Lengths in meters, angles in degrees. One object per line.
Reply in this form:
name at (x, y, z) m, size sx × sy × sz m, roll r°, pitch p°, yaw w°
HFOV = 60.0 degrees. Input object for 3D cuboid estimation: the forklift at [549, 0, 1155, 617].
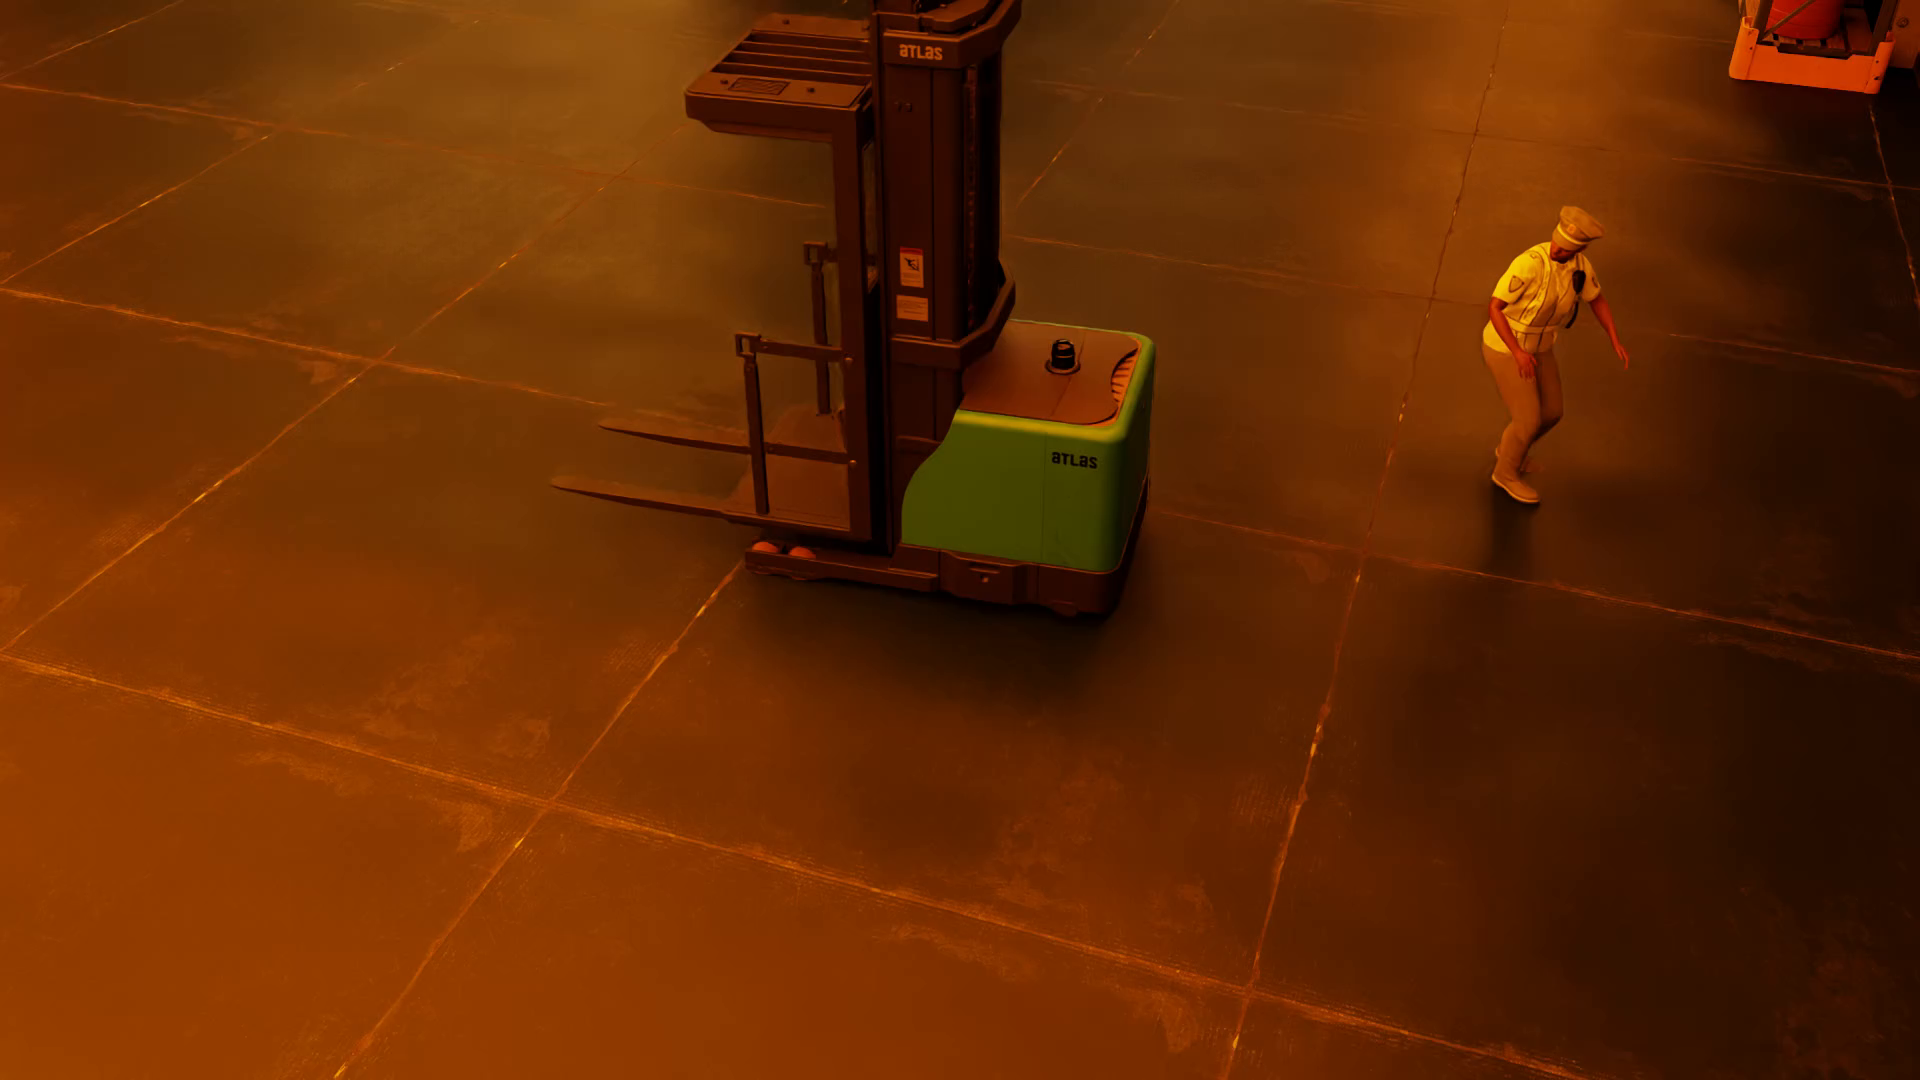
forklift at (-0.596, -1.278, 7.913) m, size 3.031 × 2.935 × 1.130 m, roll 8°, pitch 36°, yaw 12°

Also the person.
person at (3.044, -0.941, 8.619) m, size 0.695 × 1.626 × 0.642 m, roll -21°, pitch 40°, yaw -27°
